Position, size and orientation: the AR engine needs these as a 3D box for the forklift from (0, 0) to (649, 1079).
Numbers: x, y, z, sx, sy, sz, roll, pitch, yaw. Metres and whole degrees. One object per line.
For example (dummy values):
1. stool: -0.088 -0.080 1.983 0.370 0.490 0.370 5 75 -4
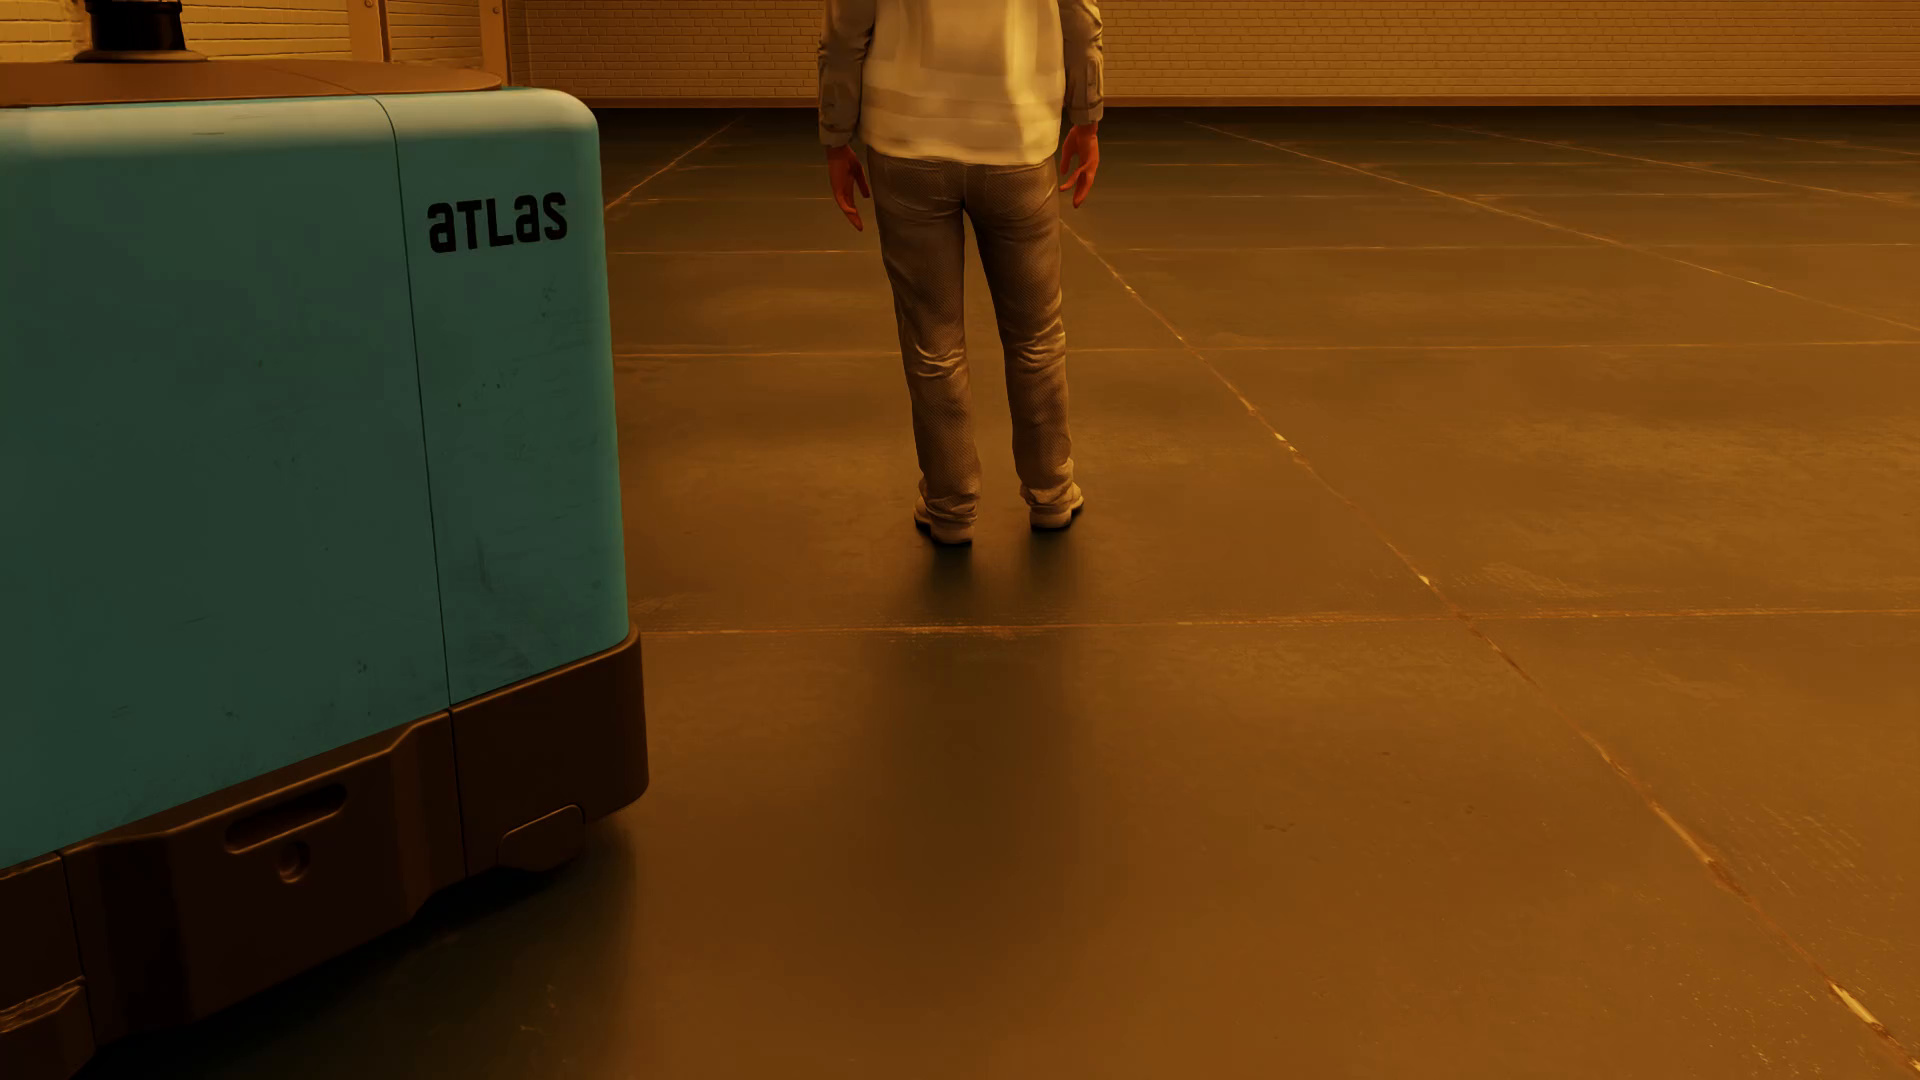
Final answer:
1. forklift: -1.764 -0.715 1.245 1.130 2.935 3.031 13 21 36

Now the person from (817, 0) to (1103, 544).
1. person: 0.005 -0.874 3.716 0.632 1.773 0.568 -1 17 -3
